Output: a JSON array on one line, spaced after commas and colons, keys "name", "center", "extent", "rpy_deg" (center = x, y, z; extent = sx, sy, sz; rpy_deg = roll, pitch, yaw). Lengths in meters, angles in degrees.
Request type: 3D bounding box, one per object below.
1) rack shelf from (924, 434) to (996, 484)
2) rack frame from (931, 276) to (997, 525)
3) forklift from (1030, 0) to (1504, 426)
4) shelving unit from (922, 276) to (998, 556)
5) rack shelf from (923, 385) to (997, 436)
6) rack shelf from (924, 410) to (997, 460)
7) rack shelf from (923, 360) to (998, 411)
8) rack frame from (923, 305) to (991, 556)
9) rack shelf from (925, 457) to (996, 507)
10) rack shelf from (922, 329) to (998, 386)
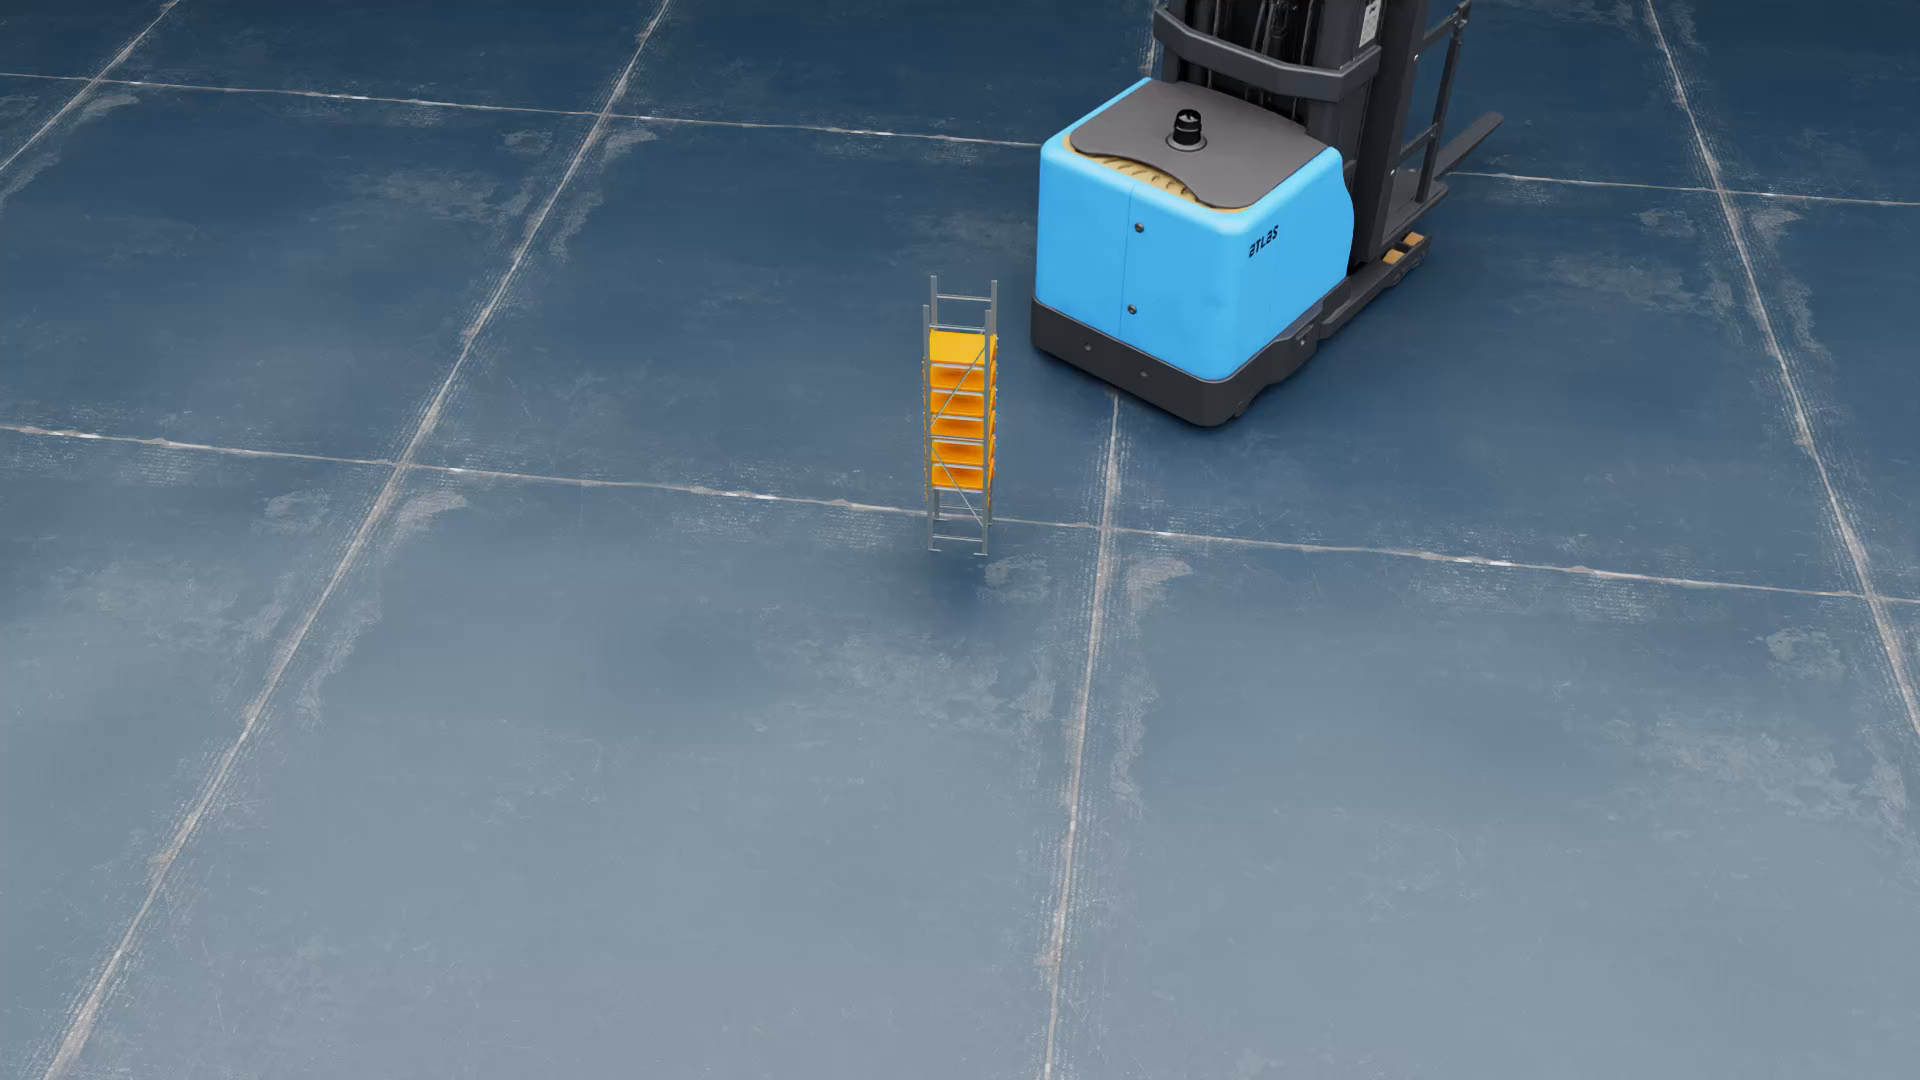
[{"name": "rack shelf", "center": [0.002, -0.326, 6.461], "extent": [0.258, 0.103, 0.180], "rpy_deg": [5, 44, 6]}, {"name": "rack frame", "center": [0.014, -0.508, 6.414], "extent": [0.240, 1.200, 0.006], "rpy_deg": [5, 44, 6]}, {"name": "forklift", "center": [1.653, -2.501, 7.259], "extent": [1.130, 2.935, 3.031], "rpy_deg": [30, 51, 28]}, {"name": "shelving unit", "center": [0.002, -0.446, 6.348], "extent": [0.258, 1.200, 0.189], "rpy_deg": [5, 44, 6]}, {"name": "rack shelf", "center": [0.002, -0.500, 6.296], "extent": [0.258, 0.103, 0.180], "rpy_deg": [5, 44, 6]}, {"name": "rack shelf", "center": [0.002, -0.413, 6.378], "extent": [0.258, 0.103, 0.180], "rpy_deg": [5, 44, 6]}, {"name": "rack shelf", "center": [0.002, -0.588, 6.213], "extent": [0.258, 0.103, 0.180], "rpy_deg": [5, 44, 6]}, {"name": "rack frame", "center": [-0.010, -0.383, 6.282], "extent": [0.240, 1.200, 0.006], "rpy_deg": [5, 44, 6]}, {"name": "rack shelf", "center": [0.002, -0.239, 6.543], "extent": [0.258, 0.103, 0.180], "rpy_deg": [5, 44, 6]}, {"name": "rack shelf", "center": [0.002, -0.675, 6.131], "extent": [0.258, 0.103, 0.180], "rpy_deg": [5, 44, 6]}]
